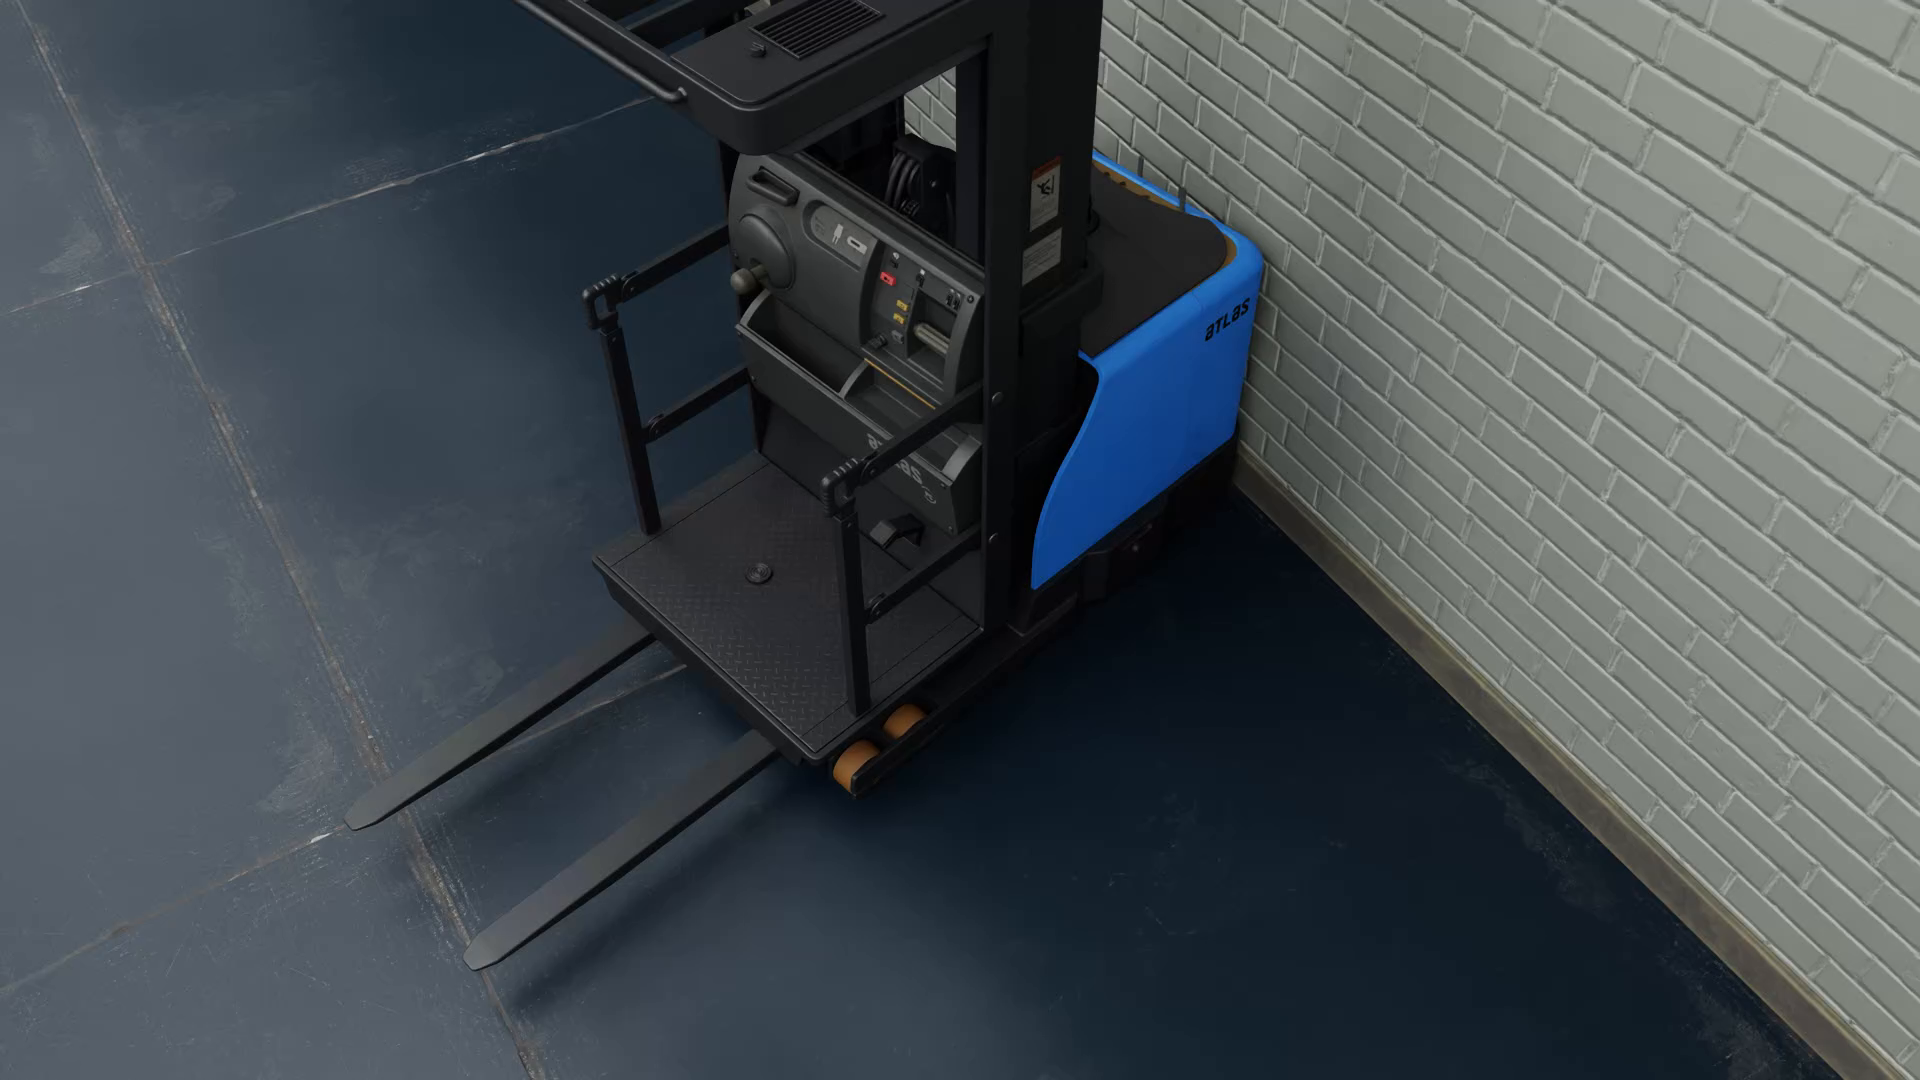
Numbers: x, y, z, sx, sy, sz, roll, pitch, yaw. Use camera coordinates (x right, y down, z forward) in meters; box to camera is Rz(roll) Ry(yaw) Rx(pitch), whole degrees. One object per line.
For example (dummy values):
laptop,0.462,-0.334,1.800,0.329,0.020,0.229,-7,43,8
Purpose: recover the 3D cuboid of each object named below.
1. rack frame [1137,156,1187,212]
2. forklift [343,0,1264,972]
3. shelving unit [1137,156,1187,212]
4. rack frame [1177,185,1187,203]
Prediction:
rack frame,0.637,-0.725,5.669,0.006,1.200,0.240,-24,48,-23
forklift,-0.449,-0.646,4.363,3.031,2.935,1.130,-36,58,-28
shelving unit,0.714,-0.759,5.706,0.189,1.200,0.258,-24,48,-23
rack frame,0.791,-0.792,5.742,0.006,1.200,0.240,-24,48,-23
